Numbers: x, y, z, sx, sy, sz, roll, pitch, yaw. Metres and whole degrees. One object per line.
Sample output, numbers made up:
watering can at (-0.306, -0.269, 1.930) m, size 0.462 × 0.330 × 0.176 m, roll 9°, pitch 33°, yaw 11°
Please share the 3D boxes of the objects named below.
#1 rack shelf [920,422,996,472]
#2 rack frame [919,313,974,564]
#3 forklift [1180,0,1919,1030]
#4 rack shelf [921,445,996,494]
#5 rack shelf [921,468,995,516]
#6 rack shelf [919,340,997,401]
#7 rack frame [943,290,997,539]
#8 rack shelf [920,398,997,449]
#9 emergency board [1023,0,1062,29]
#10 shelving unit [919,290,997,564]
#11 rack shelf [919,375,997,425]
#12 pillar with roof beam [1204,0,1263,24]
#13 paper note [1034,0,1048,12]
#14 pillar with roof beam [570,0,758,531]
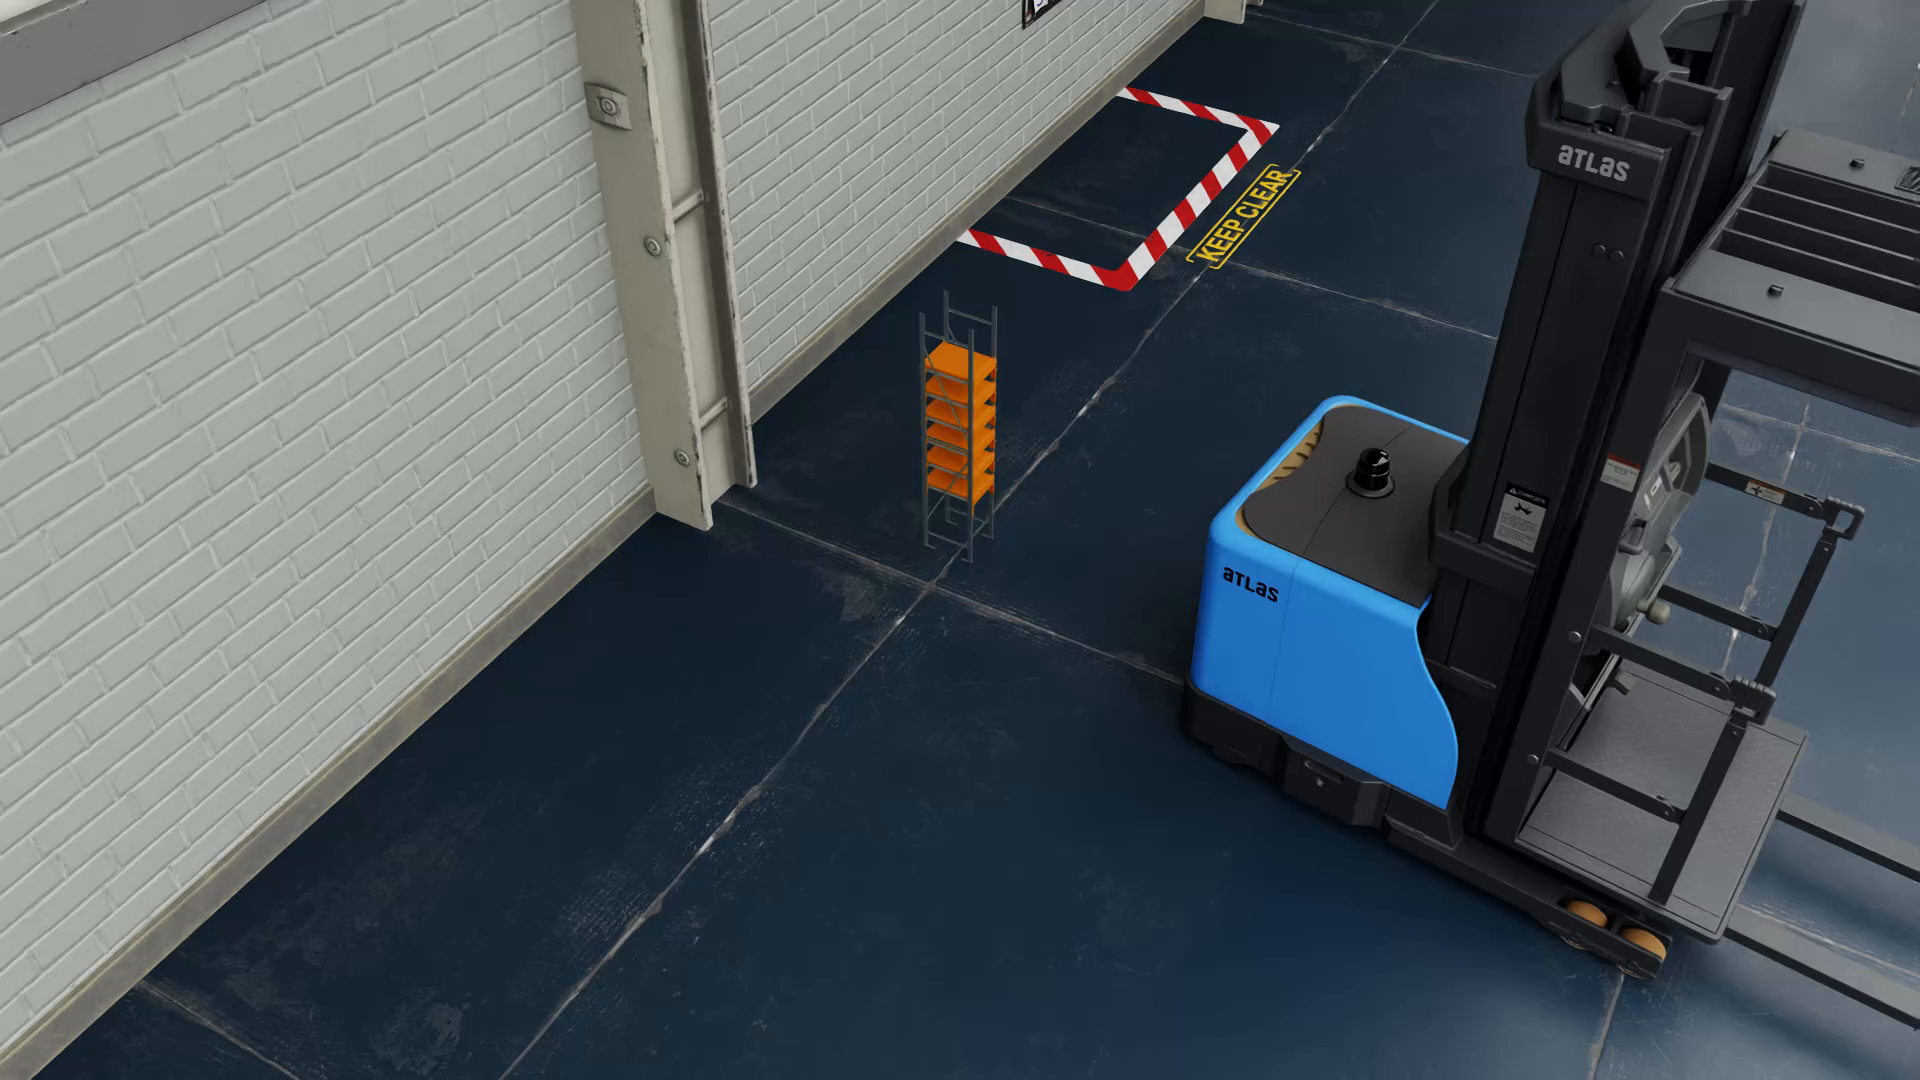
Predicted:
rack shelf at (-0.007, -0.409, 6.873) m, size 0.258 × 0.103 × 0.180 m, roll 21°, pitch 45°, yaw 22°
rack frame at (-0.053, -0.390, 6.785) m, size 0.240 × 1.200 × 0.006 m, roll 21°, pitch 45°, yaw 22°
forklift at (2.335, -0.035, 5.072) m, size 3.031 × 2.935 × 1.130 m, roll 25°, pitch 47°, yaw 26°
rack shelf at (-0.007, -0.319, 6.953) m, size 0.258 × 0.103 × 0.180 m, roll 21°, pitch 45°, yaw 22°
rack shelf at (-0.007, -0.229, 7.032) m, size 0.258 × 0.103 × 0.180 m, roll 21°, pitch 45°, yaw 22°
rack shelf at (-0.007, -0.679, 6.636) m, size 0.258 × 0.103 × 0.180 m, roll 21°, pitch 45°, yaw 22°
rack frame at (0.039, -0.494, 6.904) m, size 0.240 × 1.200 × 0.006 m, roll 21°, pitch 45°, yaw 22°
rack shelf at (-0.007, -0.499, 6.794) m, size 0.258 × 0.103 × 0.180 m, roll 21°, pitch 45°, yaw 22°
emergency board at (0.566, -3.360, 8.796) m, size 0.157 × 1.169 × 0.626 m, roll 21°, pitch 45°, yaw 22°
shelving unit at (-0.007, -0.442, 6.844) m, size 0.258 × 1.200 × 0.189 m, roll 21°, pitch 45°, yaw 22°
rack shelf at (-0.007, -0.589, 6.715) m, size 0.258 × 0.103 × 0.180 m, roll 21°, pitch 45°, yaw 22°
pillar with roof beam at (5.583, -5.588, 6.787) m, size 9.100 × 9.000 × 0.400 m, roll 21°, pitch 45°, yaw 22°
paper note at (0.438, -2.950, 8.997) m, size 0.016 × 0.148 × 0.142 m, roll 21°, pitch 45°, yaw 22°
pillar with roof beam at (2.580, -2.155, 2.888) m, size 9.100 × 9.000 × 0.400 m, roll 21°, pitch 45°, yaw 22°
